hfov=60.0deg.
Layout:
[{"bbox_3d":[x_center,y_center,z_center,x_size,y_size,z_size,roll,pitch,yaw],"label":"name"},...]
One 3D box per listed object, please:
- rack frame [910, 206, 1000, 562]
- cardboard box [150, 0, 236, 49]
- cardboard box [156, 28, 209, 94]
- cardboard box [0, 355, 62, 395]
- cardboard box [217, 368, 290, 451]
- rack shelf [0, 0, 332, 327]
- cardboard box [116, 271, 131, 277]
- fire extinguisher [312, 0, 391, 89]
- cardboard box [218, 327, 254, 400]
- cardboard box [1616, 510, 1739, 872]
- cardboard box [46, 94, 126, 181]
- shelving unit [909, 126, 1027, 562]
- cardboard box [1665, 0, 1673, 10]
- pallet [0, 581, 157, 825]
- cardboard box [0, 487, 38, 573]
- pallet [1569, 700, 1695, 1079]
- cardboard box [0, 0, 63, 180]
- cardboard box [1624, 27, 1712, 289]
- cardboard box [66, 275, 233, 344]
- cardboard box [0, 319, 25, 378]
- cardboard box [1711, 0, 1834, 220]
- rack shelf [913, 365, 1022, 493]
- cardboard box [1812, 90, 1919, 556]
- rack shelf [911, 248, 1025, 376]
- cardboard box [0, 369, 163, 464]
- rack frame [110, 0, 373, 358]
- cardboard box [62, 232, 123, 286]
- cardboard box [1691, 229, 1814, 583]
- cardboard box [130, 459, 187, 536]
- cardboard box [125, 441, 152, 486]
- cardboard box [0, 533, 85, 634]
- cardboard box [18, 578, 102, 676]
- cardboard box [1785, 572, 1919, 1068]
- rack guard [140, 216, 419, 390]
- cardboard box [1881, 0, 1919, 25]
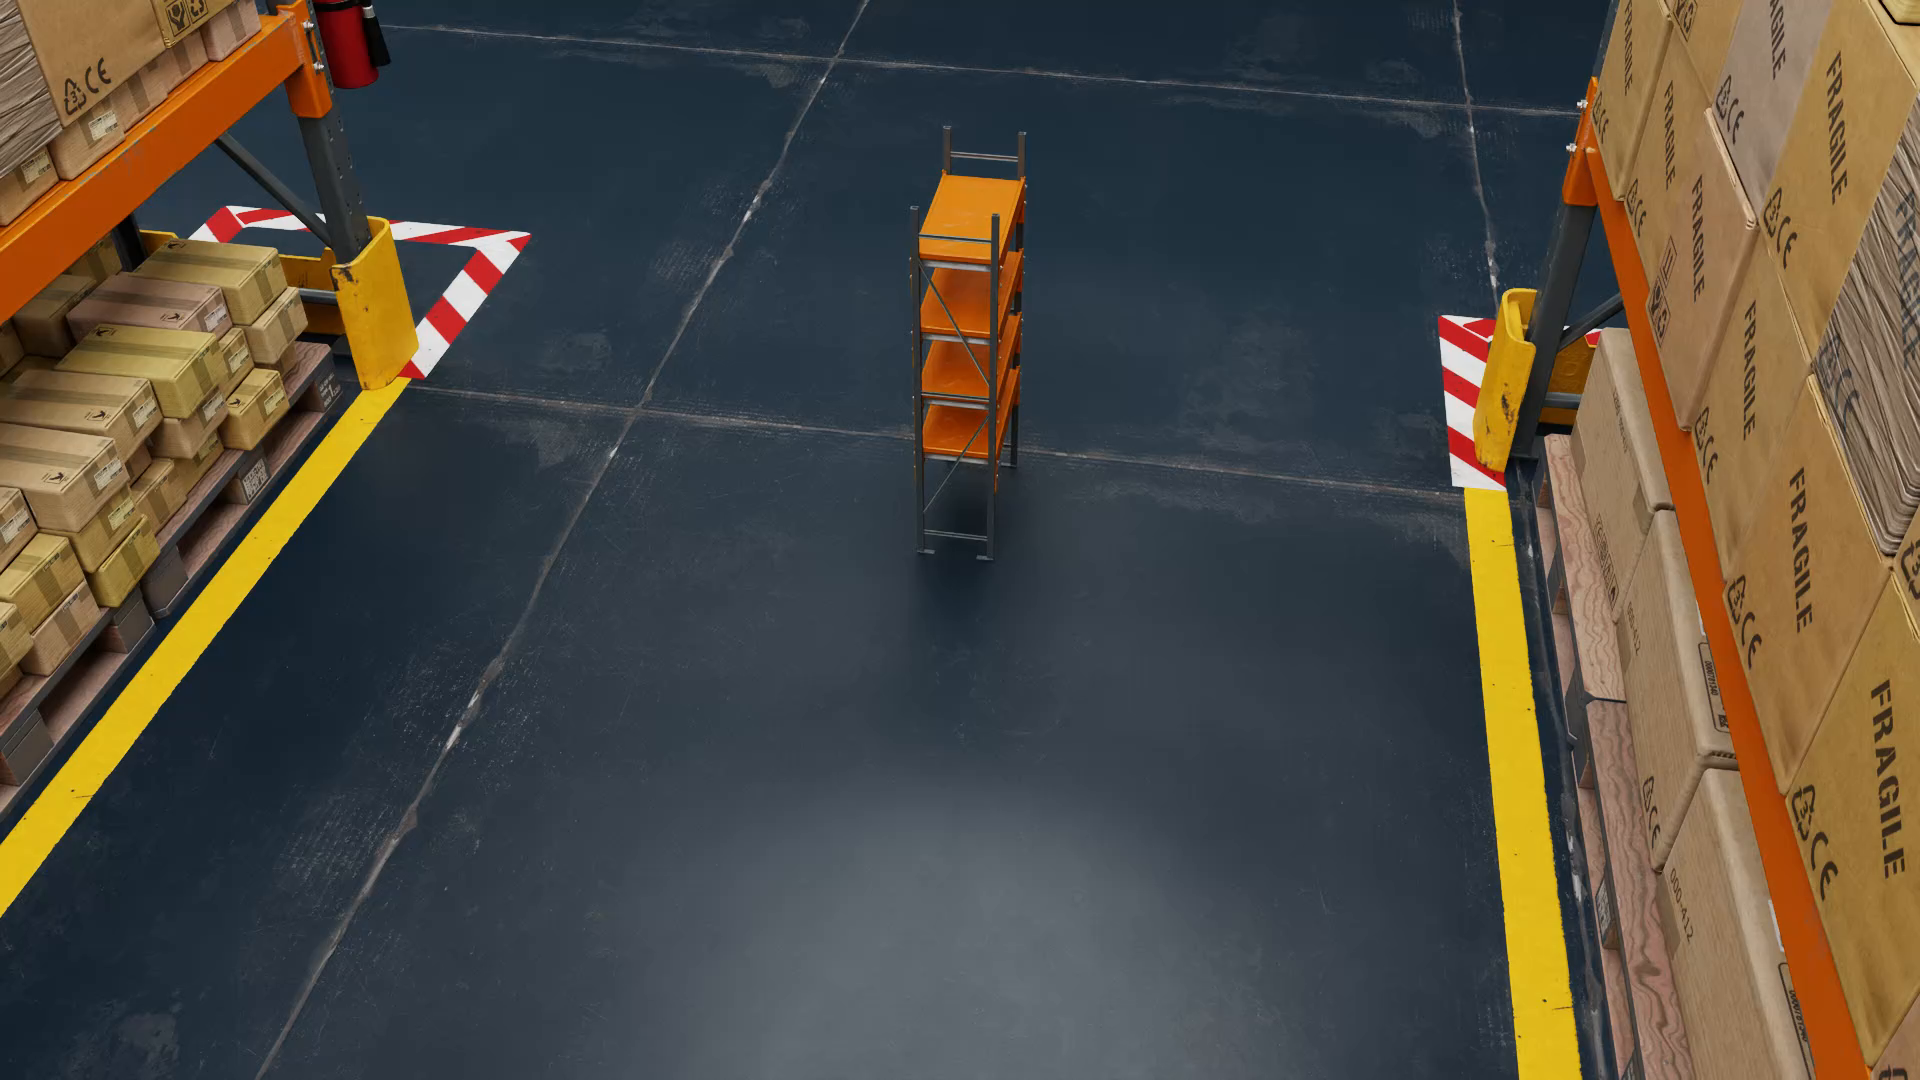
[{"bbox_3d":[-0.014,-0.413,4.808,0.240,1.200,0.015,6,40,8],"label":"rack frame"},{"bbox_3d":[-2.393,-1.742,4.691,0.500,0.500,0.500,7,40,9],"label":"cardboard box"},{"bbox_3d":[-2.427,-1.415,4.805,0.380,0.149,0.250,6,40,8],"label":"cardboard box"},{"bbox_3d":[-2.970,-0.448,5.112,0.380,0.149,0.250,7,40,8],"label":"cardboard box"},{"bbox_3d":[-2.399,-0.437,5.332,0.380,0.149,0.250,8,40,9],"label":"cardboard box"},{"bbox_3d":[-2.915,-0.367,3.905,1.077,0.370,4.000,6,40,8],"label":"rack shelf"},{"bbox_3d":[-2.912,-0.777,5.510,0.380,0.149,0.250,8,40,10],"label":"cardboard box"},{"bbox_3d":[-2.071,-1.833,5.467,0.296,0.674,0.183,6,40,8],"label":"fire extinguisher"},{"bbox_3d":[-2.477,-0.557,5.243,0.380,0.149,0.250,6,40,7],"label":"cardboard box"},{"bbox_3d":[2.158,0.409,4.083,0.875,0.438,0.875,7,40,9],"label":"cardboard box"},{"bbox_3d":[-2.476,-1.093,4.415,0.380,0.149,0.250,7,40,9],"label":"cardboard box"},{"bbox_3d":[0.029,-0.566,4.993,0.258,1.200,0.503,6,40,8],"label":"shelving unit"},{"bbox_3d":[1.961,-1.571,3.933,0.500,0.500,0.500,6,40,7],"label":"cardboard box"},{"bbox_3d":[-2.971,0.492,4.489,1.003,0.211,1.213,6,40,8],"label":"pallet"},{"bbox_3d":[-2.684,-0.020,4.362,0.380,0.149,0.250,5,40,6],"label":"cardboard box"},{"bbox_3d":[2.049,0.931,3.958,1.003,0.211,1.213,6,40,8],"label":"pallet"},{"bbox_3d":[-2.565,-1.100,3.915,0.500,0.500,0.500,7,40,8],"label":"cardboard box"},{"bbox_3d":[1.898,-0.866,3.864,0.500,0.500,0.500,6,40,7],"label":"cardboard box"},{"bbox_3d":[-2.511,-0.680,5.160,0.380,0.149,0.250,7,40,9],"label":"cardboard box"},{"bbox_3d":[-3.093,-0.570,5.027,0.380,0.149,0.250,6,40,8],"label":"cardboard box"},{"bbox_3d":[1.797,-0.922,3.148,0.500,0.500,0.500,6,40,7],"label":"cardboard box"},{"bbox_3d":[0.029,-0.361,5.163,0.258,0.148,0.480,6,40,8],"label":"rack shelf"},{"bbox_3d":[1.616,-0.295,2.390,0.500,0.500,0.500,7,40,8],"label":"cardboard box"},{"bbox_3d":[0.029,-0.687,4.894,0.258,0.148,0.480,6,40,8],"label":"rack shelf"},{"bbox_3d":[-2.538,-0.348,4.758,0.380,0.149,0.250,5,40,6],"label":"cardboard box"},{"bbox_3d":[-2.569,-1.900,5.194,1.000,3.000,0.127,6,40,8],"label":"rack frame"},{"bbox_3d":[-2.994,-0.901,5.426,0.380,0.149,0.250,5,40,6],"label":"cardboard box"},{"bbox_3d":[1.722,-0.232,3.098,0.500,0.500,0.500,8,40,9],"label":"cardboard box"},{"bbox_3d":[-2.560,-0.124,4.954,0.380,0.149,0.250,7,40,8],"label":"cardboard box"},{"bbox_3d":[-2.615,-0.231,4.850,0.380,0.149,0.250,6,40,7],"label":"cardboard box"},{"bbox_3d":[-2.607,0.097,4.453,0.380,0.149,0.250,8,40,10],"label":"cardboard box"},{"bbox_3d":[-2.609,0.212,4.547,0.380,0.149,0.250,7,40,9],"label":"cardboard box"},{"bbox_3d":[1.544,0.412,2.319,0.500,0.500,0.500,5,40,7],"label":"cardboard box"},{"bbox_3d":[-2.582,-0.889,5.932,1.175,0.500,0.348,6,40,8],"label":"rack guard"},{"bbox_3d":[1.680,-0.930,2.649,0.380,0.149,0.250,5,40,7],"label":"cardboard box"}]
